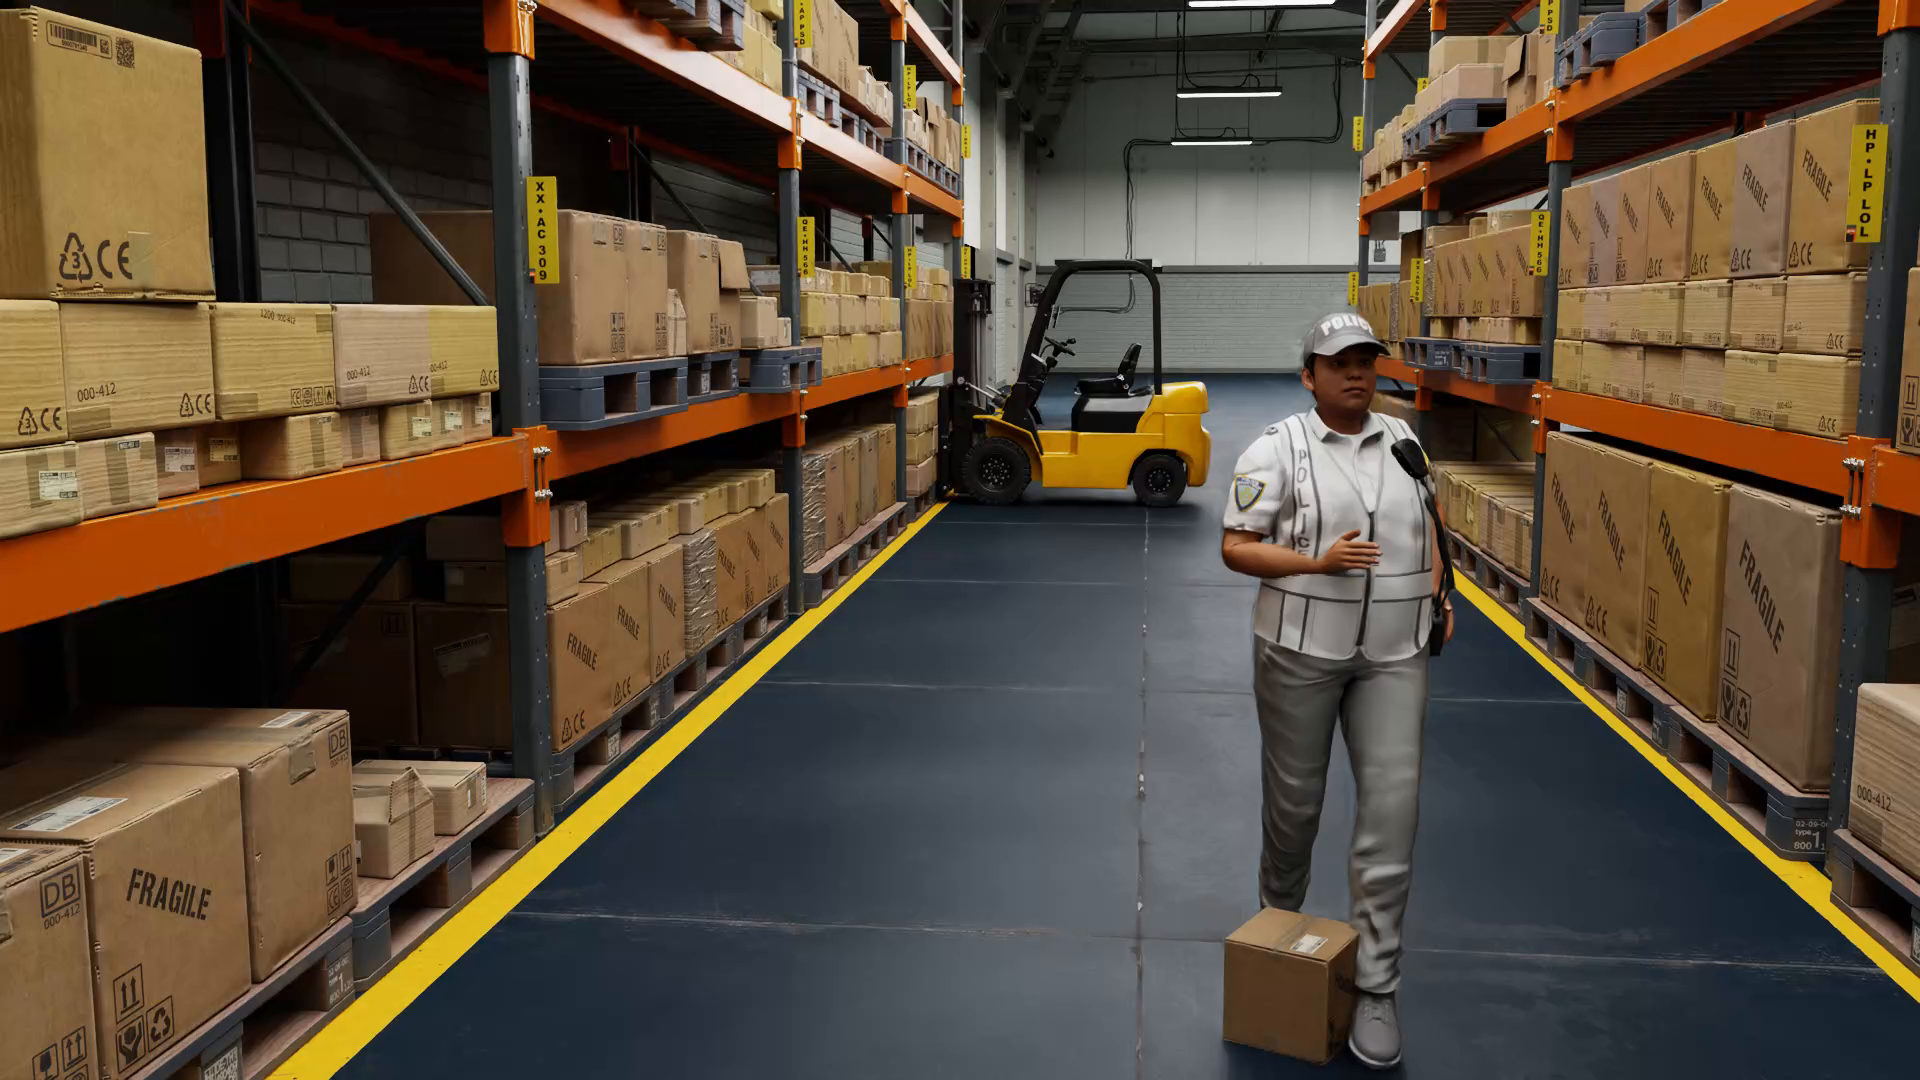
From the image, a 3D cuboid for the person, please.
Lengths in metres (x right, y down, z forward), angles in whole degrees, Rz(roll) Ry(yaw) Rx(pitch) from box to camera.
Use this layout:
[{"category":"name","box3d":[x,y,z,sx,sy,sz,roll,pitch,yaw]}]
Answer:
[{"category":"person","box3d":[0.924,0.304,3.974,0.602,1.680,0.777,0,8,-1]}]
